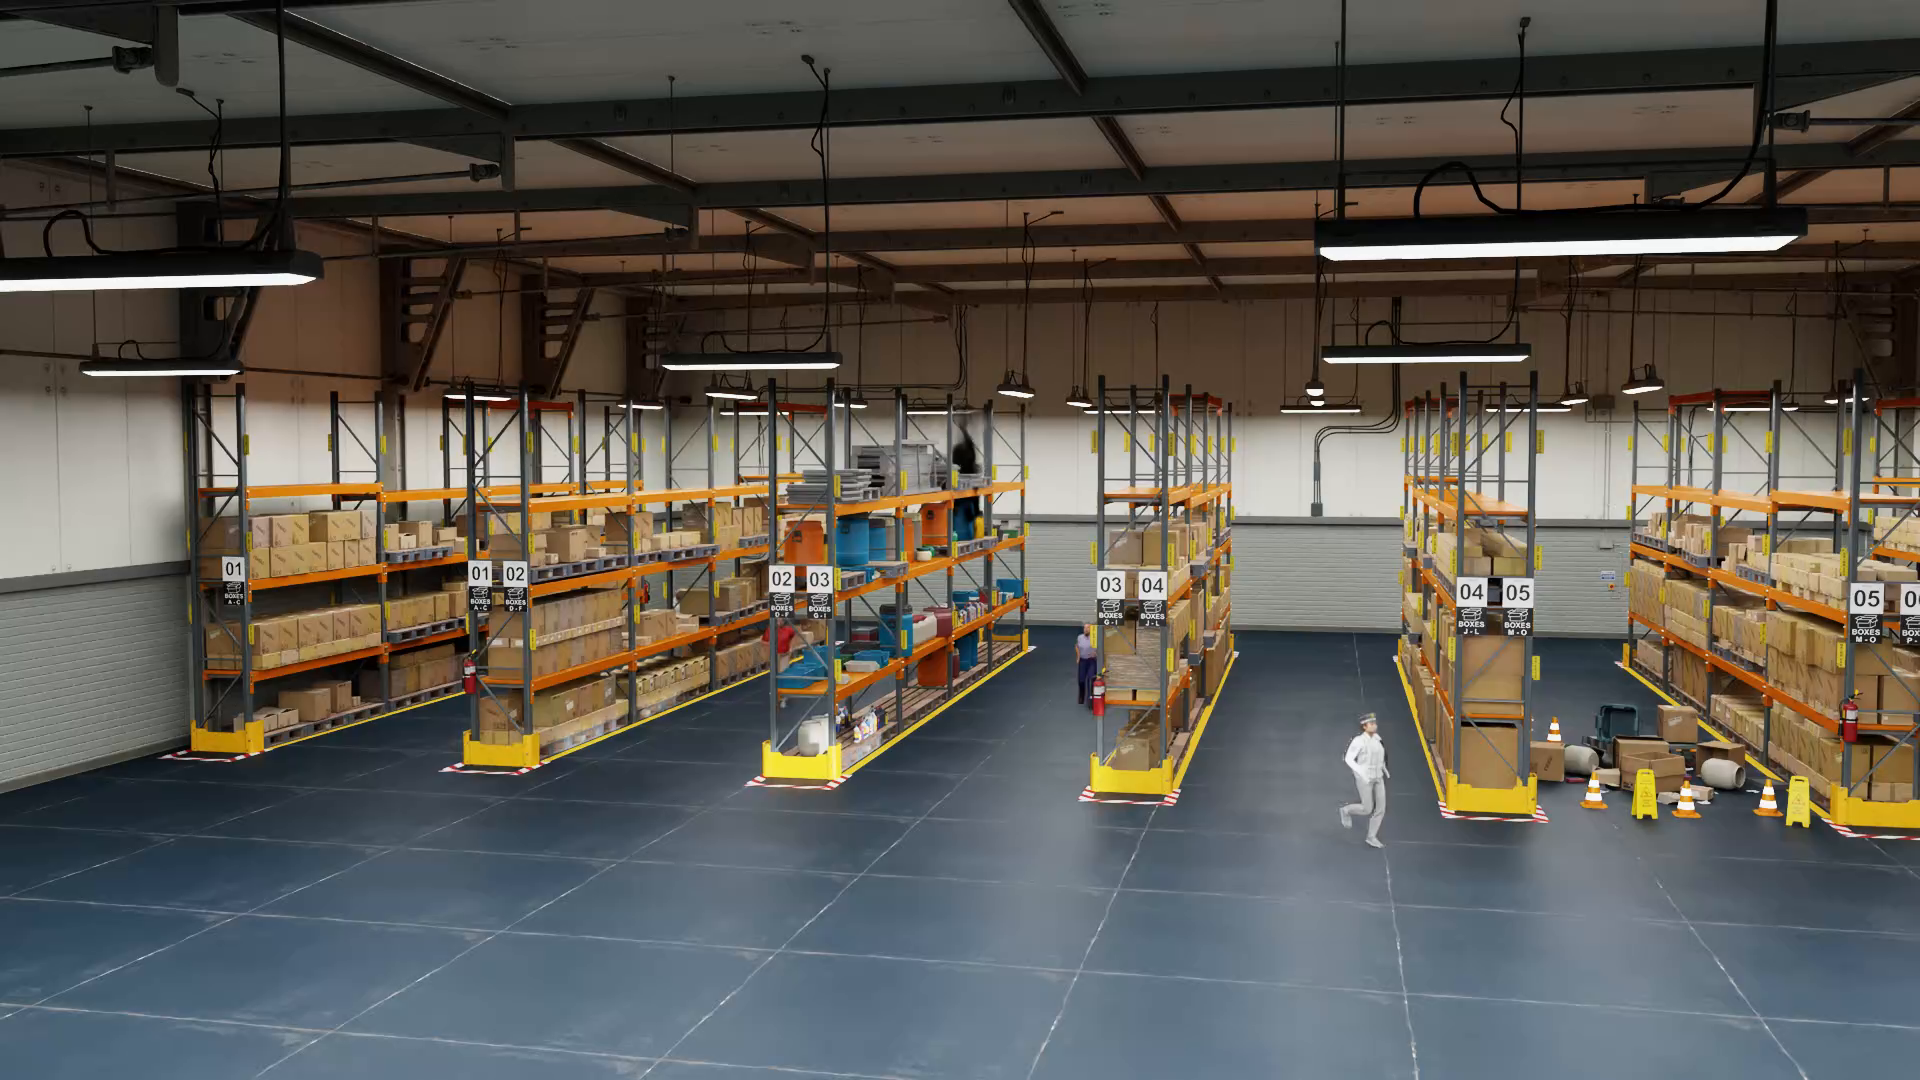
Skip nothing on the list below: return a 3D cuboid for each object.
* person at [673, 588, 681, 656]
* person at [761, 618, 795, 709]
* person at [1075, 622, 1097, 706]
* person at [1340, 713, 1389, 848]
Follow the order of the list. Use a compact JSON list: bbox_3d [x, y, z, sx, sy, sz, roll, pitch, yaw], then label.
[{"bbox_3d":[-6.572,1.949,39.044,0.559,1.678,0.813,0,3,7],"label":"person"},{"bbox_3d":[-3.497,2.326,31.968,0.631,1.792,0.830,0,3,-2],"label":"person"},{"bbox_3d":[2.446,2.379,31.708,0.586,1.613,0.584,1,3,15],"label":"person"},{"bbox_3d":[5.125,2.992,20.917,0.633,1.665,0.675,-2,4,-29],"label":"person"}]
